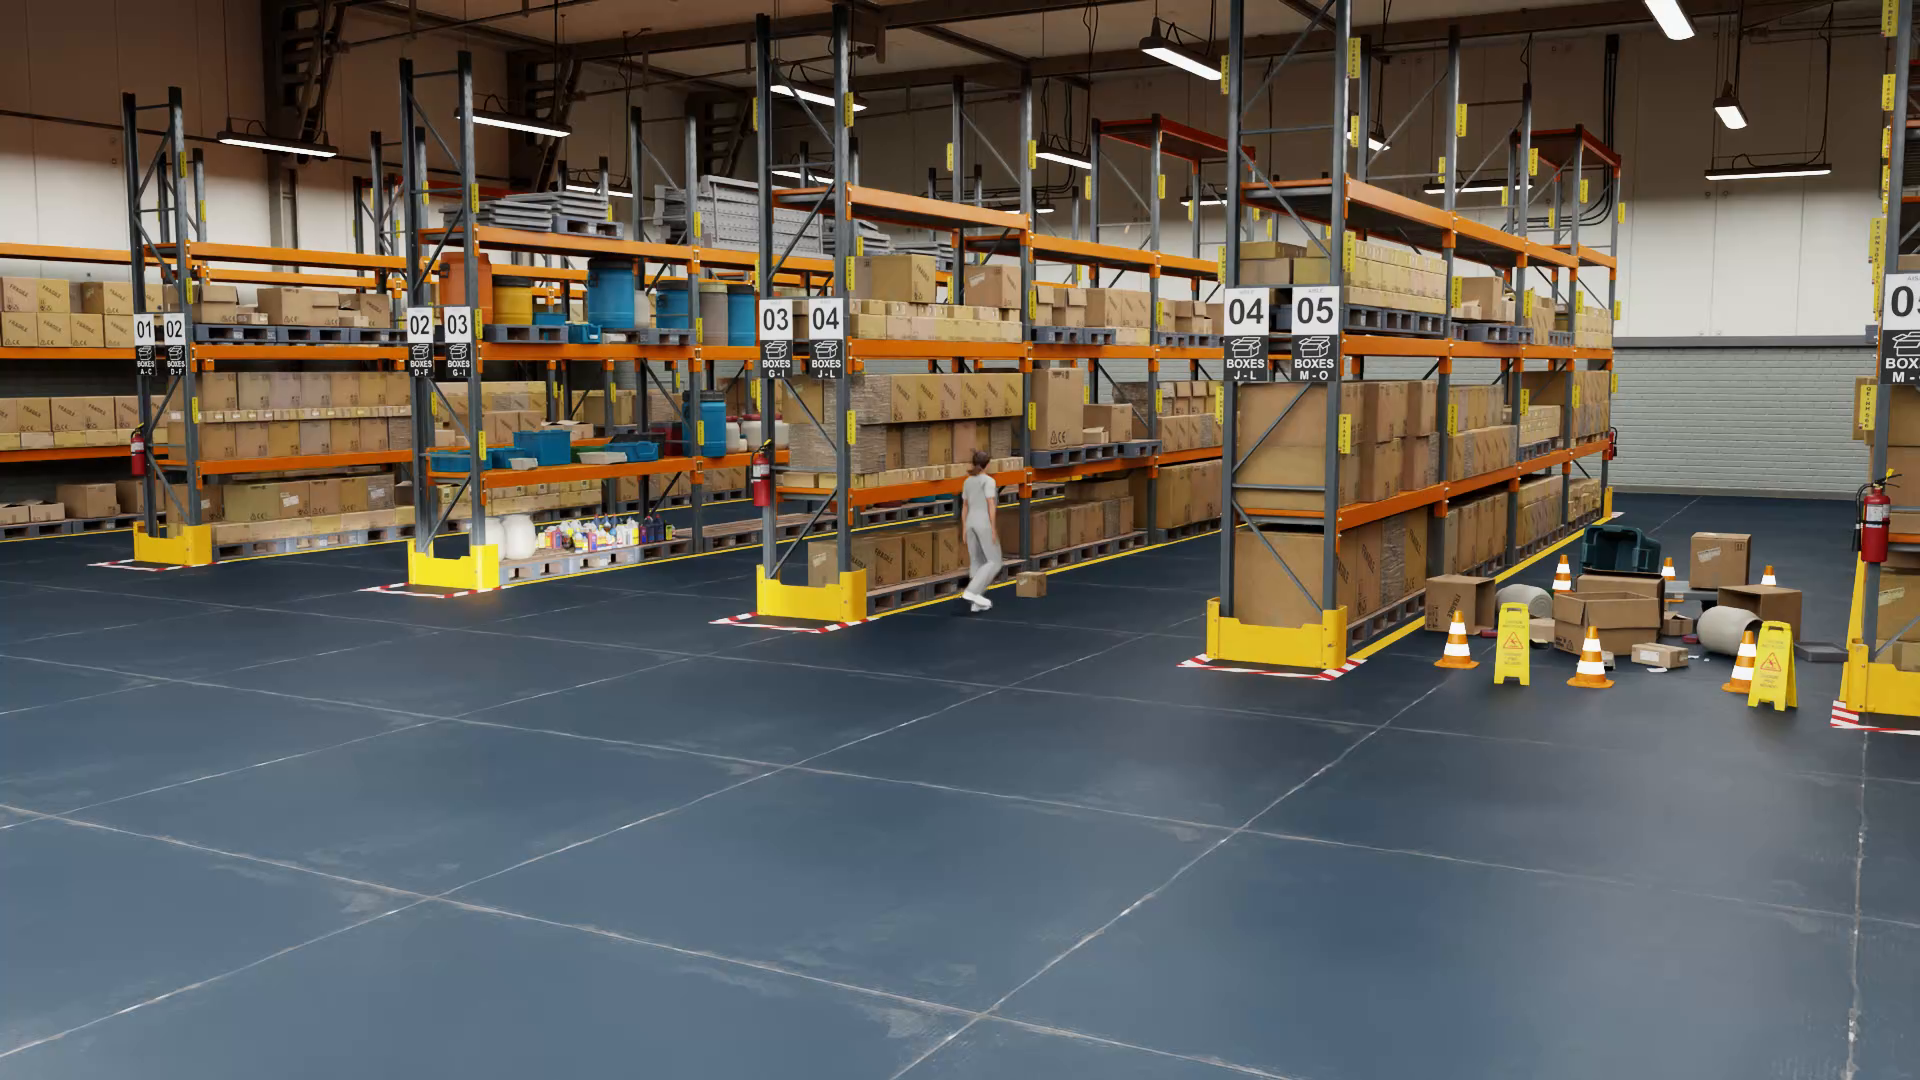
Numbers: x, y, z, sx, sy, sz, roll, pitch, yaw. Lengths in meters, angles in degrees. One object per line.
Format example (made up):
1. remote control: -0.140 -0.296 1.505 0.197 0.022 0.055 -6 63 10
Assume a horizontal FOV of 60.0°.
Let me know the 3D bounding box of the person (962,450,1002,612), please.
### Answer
1. person: 0.171 -0.087 17.172 0.516 1.667 0.528 6 8 44
